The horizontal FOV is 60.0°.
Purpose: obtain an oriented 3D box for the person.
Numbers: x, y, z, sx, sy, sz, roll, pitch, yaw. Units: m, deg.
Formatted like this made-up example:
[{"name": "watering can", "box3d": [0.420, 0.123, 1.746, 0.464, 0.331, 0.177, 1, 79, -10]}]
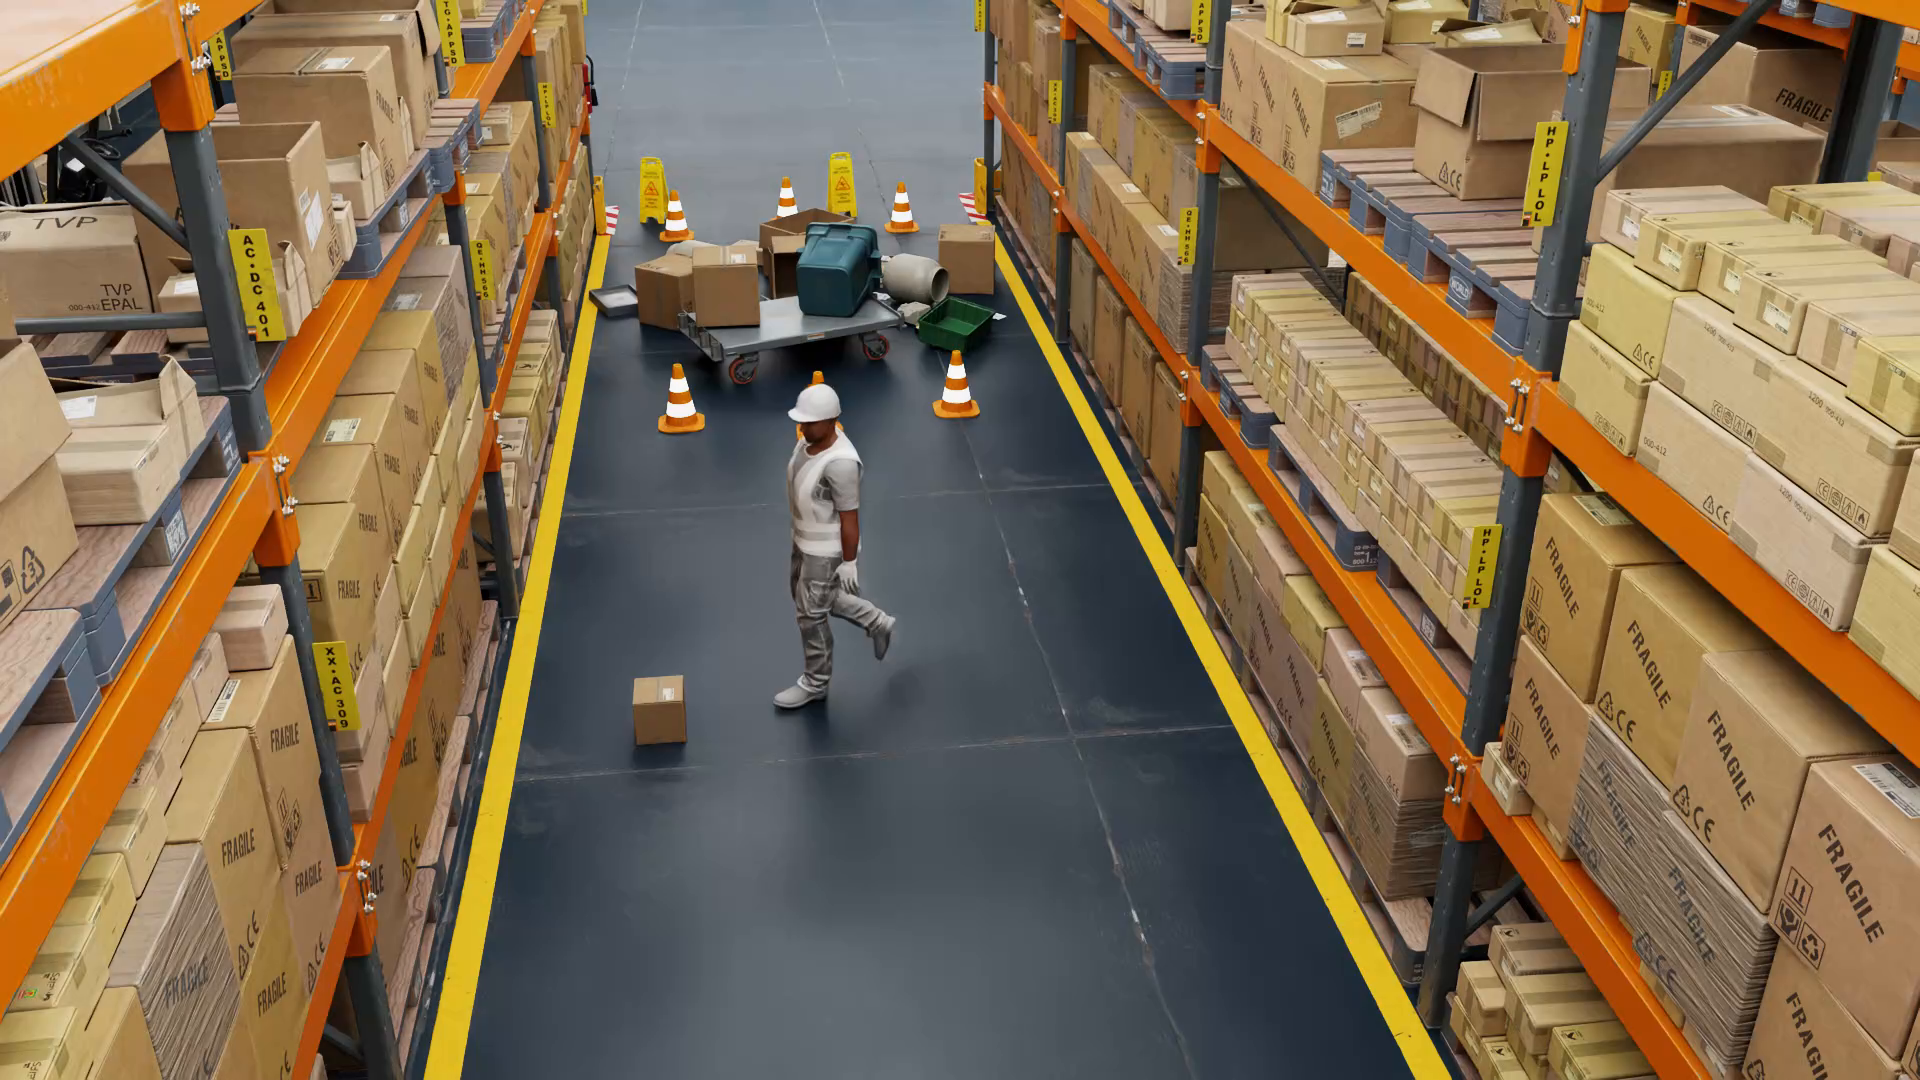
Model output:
[{"name": "person", "box3d": [-0.666, 0.009, 8.555, 0.732, 1.769, 0.600, -10, 28, -18]}]
